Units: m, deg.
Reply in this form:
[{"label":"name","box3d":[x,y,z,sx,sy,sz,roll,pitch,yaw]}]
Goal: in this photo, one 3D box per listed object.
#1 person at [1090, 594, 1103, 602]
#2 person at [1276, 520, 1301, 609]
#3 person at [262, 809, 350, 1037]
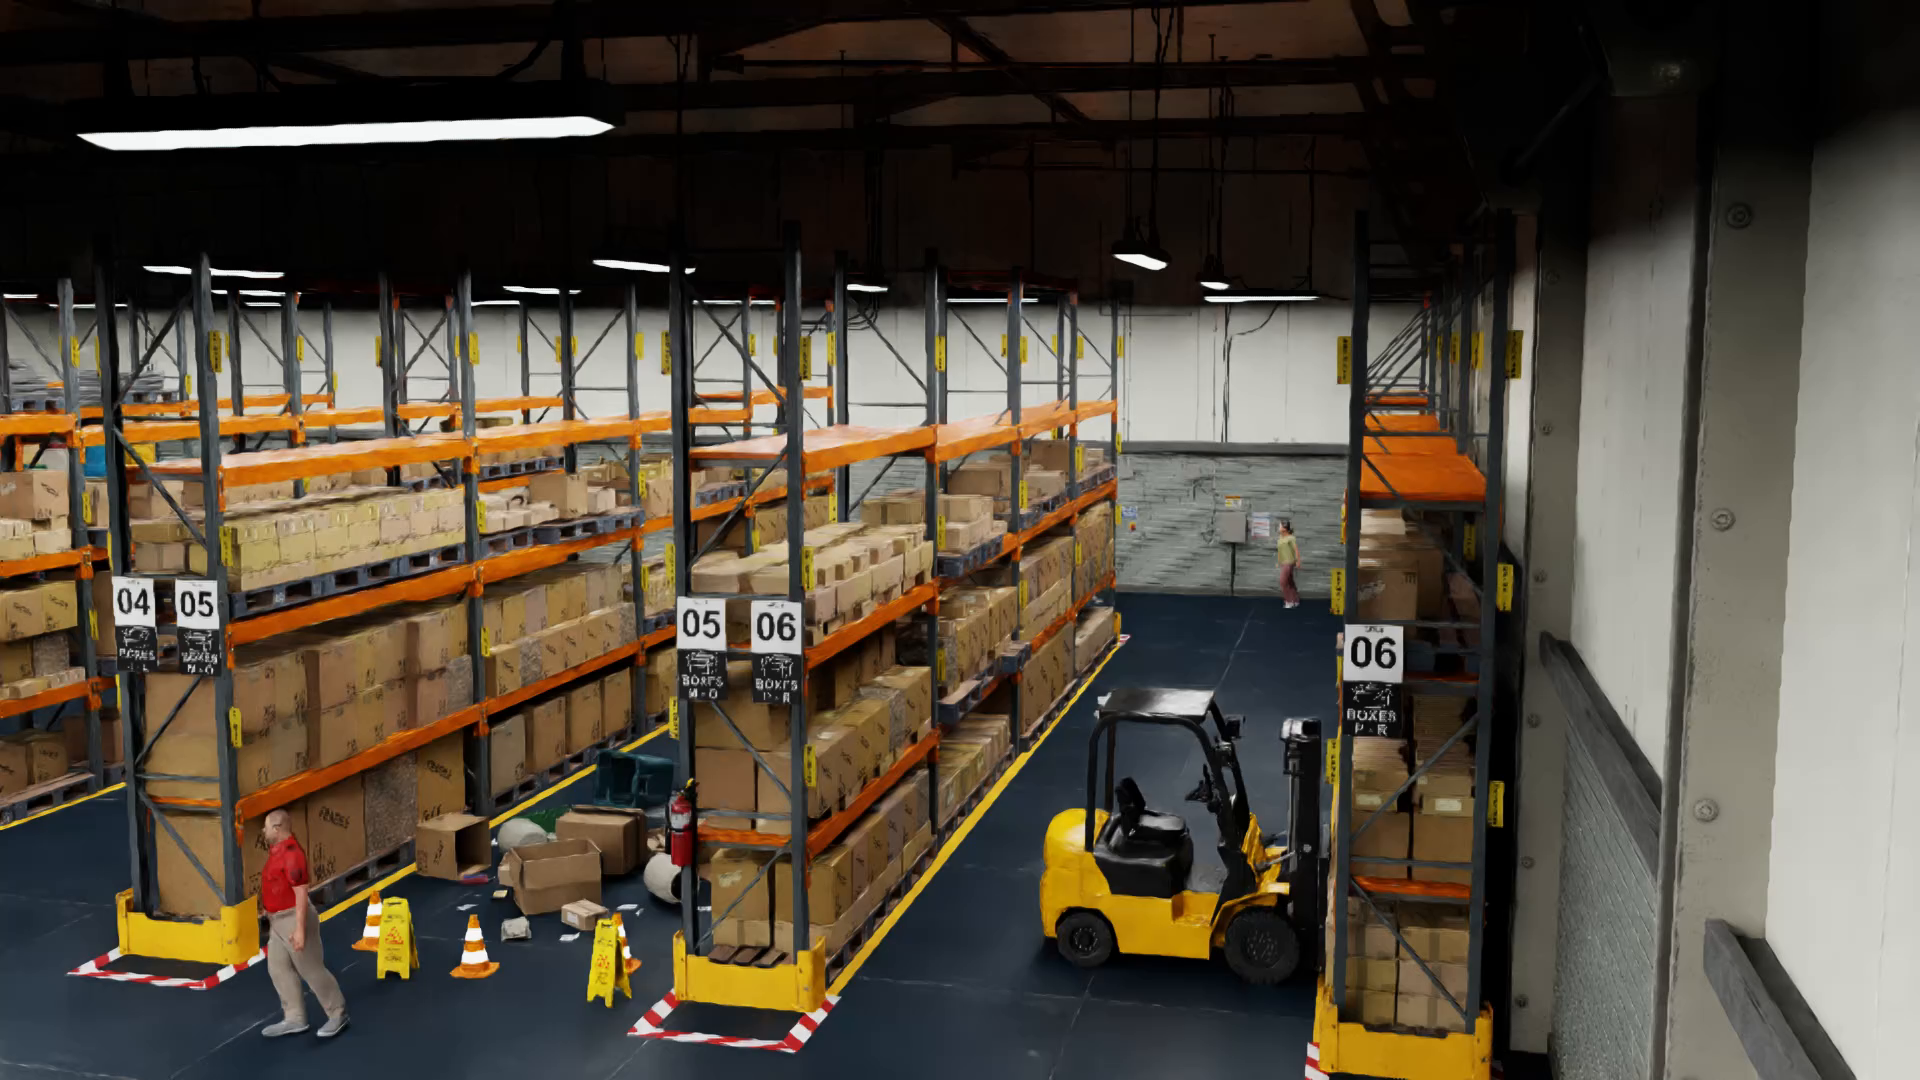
[{"label":"person","box3d":[2.485,0.347,32.465,0.737,1.742,0.554,-4,8,-28]},{"label":"person","box3d":[6.290,0.451,31.867,0.492,1.659,0.561,-2,7,-20]},{"label":"person","box3d":[-4.888,2.825,12.338,0.588,1.714,0.569,-5,8,-34]}]
